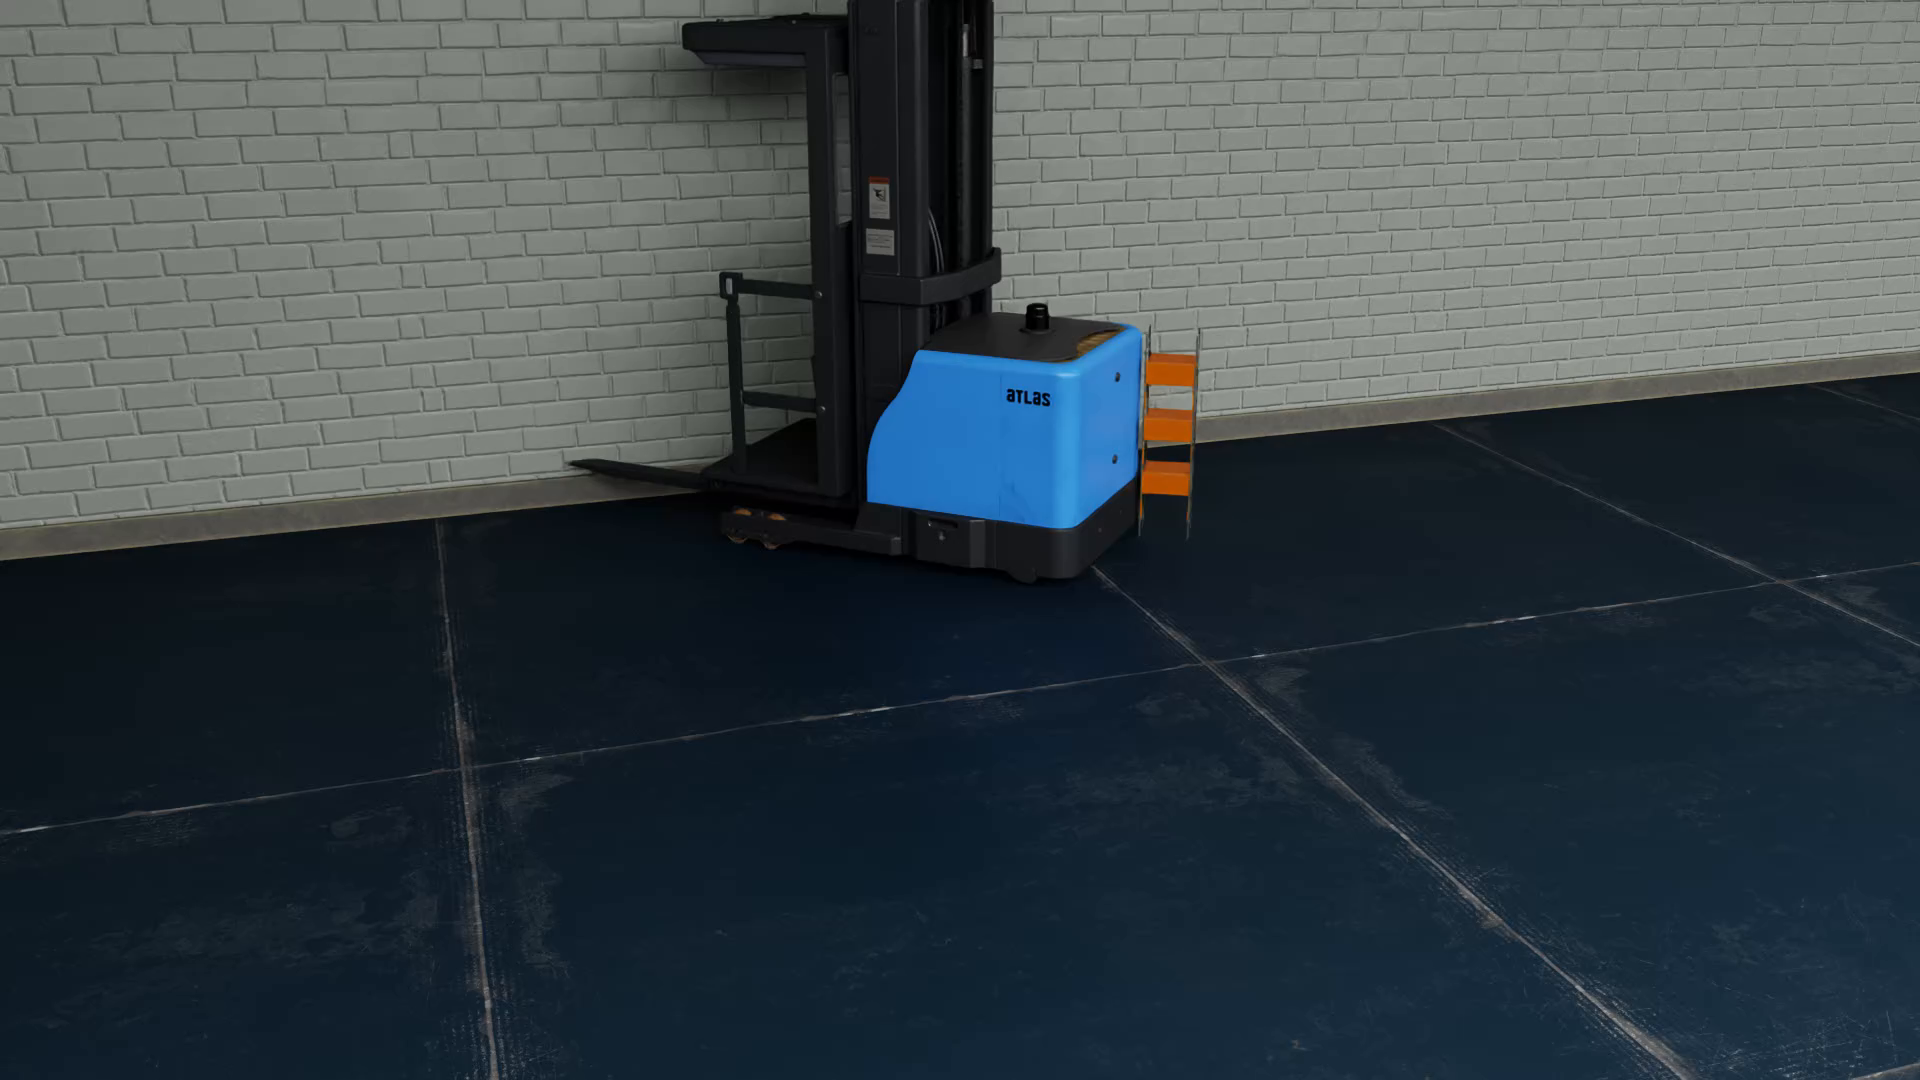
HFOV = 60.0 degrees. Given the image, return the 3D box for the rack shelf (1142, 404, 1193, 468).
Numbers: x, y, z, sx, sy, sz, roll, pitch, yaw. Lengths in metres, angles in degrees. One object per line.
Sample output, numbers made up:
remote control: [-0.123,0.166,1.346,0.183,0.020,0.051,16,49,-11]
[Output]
rack shelf: [1.049,-0.523,8.351,0.240,0.259,0.215,4,20,10]

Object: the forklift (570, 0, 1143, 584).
forklift: [-0.648,-1.492,8.235,3.031,2.935,1.130,9,22,23]

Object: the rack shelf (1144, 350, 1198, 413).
rack shelf: [1.049,-0.790,8.255,0.240,0.259,0.215,4,20,10]

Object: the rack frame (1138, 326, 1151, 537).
rack frame: [0.929,-0.541,8.369,0.008,1.050,0.200,4,20,10]

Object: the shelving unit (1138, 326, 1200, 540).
shelving unit: [1.049,-0.533,8.347,0.252,1.050,0.215,4,20,10]

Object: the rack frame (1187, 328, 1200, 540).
rack frame: [1.169,-0.525,8.325,0.008,1.050,0.200,4,20,10]

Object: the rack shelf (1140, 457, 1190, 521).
rack shelf: [1.049,-0.261,8.445,0.240,0.259,0.215,4,20,10]
